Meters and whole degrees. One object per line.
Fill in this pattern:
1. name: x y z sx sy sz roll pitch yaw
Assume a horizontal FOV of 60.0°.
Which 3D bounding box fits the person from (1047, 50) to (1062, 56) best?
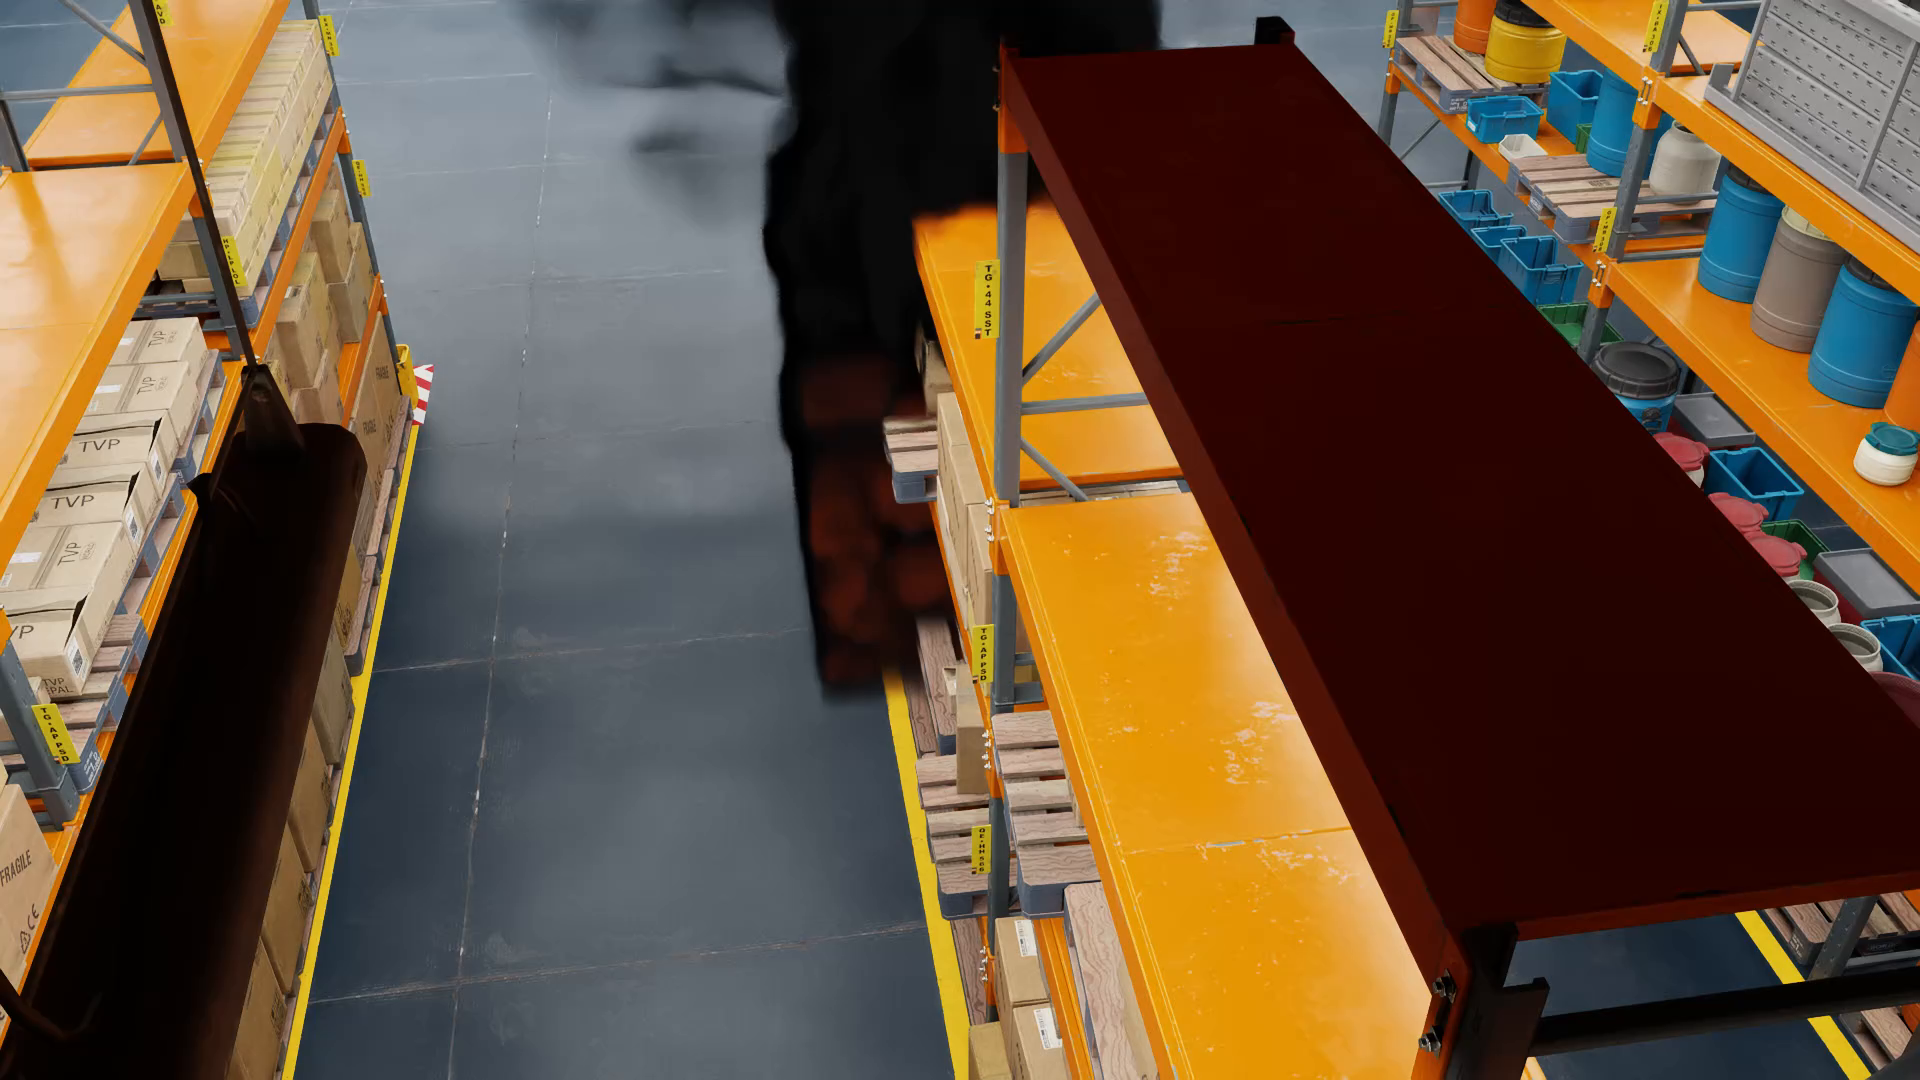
1. person: 1.015 -4.441 18.049 0.670 1.744 0.702 20 41 25
